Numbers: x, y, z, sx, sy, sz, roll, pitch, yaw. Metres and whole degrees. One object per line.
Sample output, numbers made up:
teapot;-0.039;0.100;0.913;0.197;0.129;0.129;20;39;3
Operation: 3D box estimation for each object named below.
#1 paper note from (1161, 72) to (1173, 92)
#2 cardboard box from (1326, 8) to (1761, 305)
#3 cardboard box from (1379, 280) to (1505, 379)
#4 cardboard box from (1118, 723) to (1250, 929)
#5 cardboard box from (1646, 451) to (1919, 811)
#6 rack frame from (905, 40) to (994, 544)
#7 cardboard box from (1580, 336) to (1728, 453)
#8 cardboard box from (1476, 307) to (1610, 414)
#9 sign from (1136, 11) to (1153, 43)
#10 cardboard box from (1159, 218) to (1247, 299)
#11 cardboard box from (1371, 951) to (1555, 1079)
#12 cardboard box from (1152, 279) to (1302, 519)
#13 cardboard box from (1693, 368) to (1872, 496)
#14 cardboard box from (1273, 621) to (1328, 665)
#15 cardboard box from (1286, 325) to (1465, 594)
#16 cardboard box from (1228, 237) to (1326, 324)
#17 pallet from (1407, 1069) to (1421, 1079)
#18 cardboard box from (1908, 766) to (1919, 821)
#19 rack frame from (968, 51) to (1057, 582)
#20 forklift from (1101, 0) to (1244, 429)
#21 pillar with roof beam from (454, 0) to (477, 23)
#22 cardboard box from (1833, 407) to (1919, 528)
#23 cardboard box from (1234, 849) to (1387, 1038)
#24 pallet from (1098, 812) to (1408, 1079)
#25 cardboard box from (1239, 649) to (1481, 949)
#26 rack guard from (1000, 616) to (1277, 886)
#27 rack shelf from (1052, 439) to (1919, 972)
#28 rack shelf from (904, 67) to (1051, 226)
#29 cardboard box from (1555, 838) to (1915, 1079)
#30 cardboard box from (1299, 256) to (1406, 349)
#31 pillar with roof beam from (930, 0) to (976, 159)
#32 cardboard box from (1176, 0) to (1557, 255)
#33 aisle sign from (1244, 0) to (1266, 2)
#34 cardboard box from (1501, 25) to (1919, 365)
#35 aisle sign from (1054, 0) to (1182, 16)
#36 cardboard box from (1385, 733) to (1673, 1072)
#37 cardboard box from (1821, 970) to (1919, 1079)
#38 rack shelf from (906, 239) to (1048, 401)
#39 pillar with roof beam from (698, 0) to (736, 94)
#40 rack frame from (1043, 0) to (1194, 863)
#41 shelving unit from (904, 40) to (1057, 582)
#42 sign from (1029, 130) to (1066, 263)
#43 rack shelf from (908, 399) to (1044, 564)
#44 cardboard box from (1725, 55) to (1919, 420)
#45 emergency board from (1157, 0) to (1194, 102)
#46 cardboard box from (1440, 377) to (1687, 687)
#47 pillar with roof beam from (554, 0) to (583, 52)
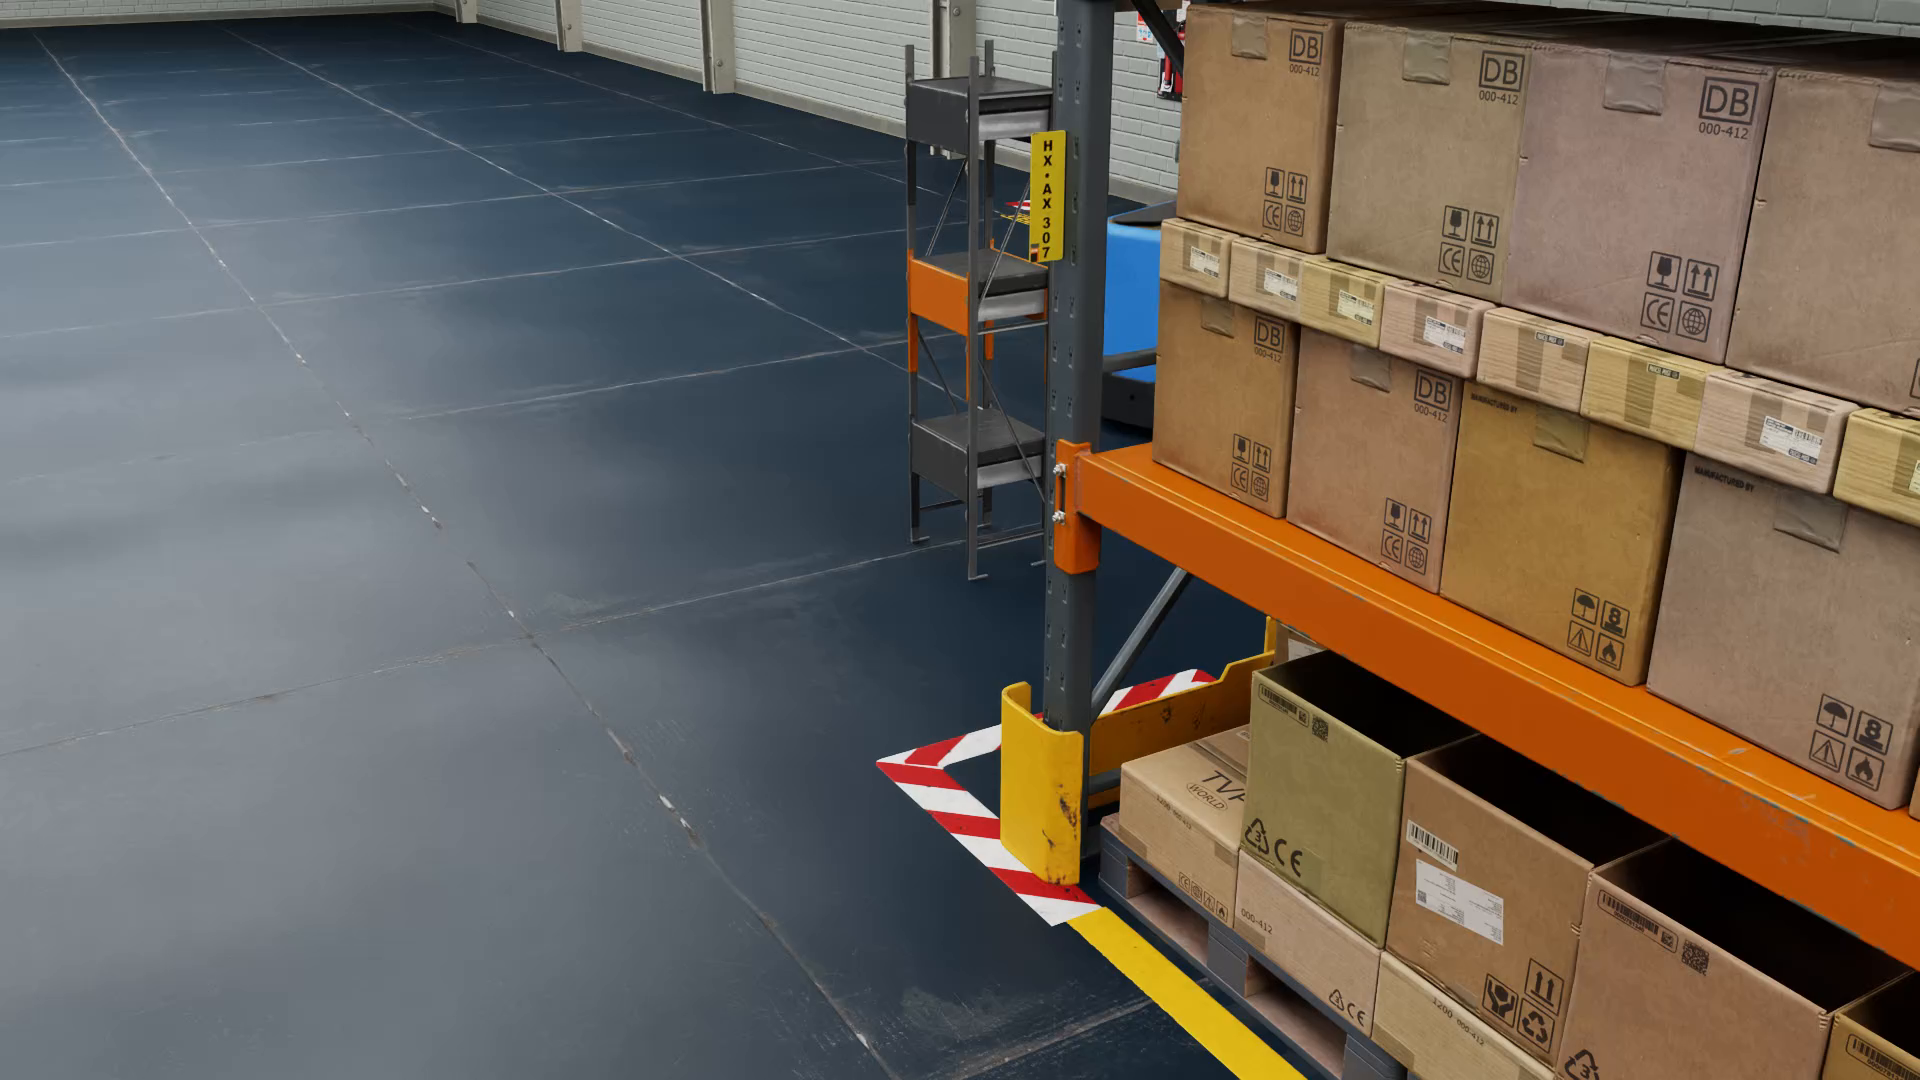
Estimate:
paper note;1.733;-3.840;13.944;0.016;0.148;0.142;-13;25;-28
cardboard box;1.229;-0.841;3.541;0.700;0.500;0.500;-13;26;-30
cardboard box;1.107;-0.464;3.475;0.380;0.149;0.250;-13;26;-29
cardboard box;0.783;0.762;4.547;0.500;0.250;0.500;-13;25;-28
cardboard box;1.721;0.074;3.012;0.700;0.500;0.500;-12;25;-27
rack frame;-0.040;-0.998;6.979;0.400;2.100;0.015;-13;25;-28
cardboard box;1.376;-0.296;3.061;0.380;0.149;0.250;-13;25;-29
cardboard box;1.245;-0.378;3.264;0.380;0.149;0.250;-14;26;-30
sign;1.571;-4.392;14.087;0.001;0.329;0.234;-13;25;-28
cardboard box;0.716;-0.712;4.085;0.380;0.149;0.250;-13;25;-29
cardboard box;1.297;1.085;3.752;0.500;0.250;0.500;-13;25;-28
cardboard box;0.928;-0.426;4.244;0.700;0.500;0.500;-13;25;-28
cardboard box;1.501;-0.214;2.861;0.380;0.149;0.250;-12;25;-28
cardboard box;1.231;0.315;4.652;0.500;0.500;0.500;-13;25;-28
cardboard box;1.201;-0.257;3.828;0.700;0.500;0.500;-12;25;-27
cardboard box;0.853;-0.627;3.876;0.380;0.149;0.250;-13;26;-30
pallet;1.747;1.392;3.606;1.003;0.211;1.213;-13;25;-28
cardboard box;1.984;0.240;2.605;0.700;0.500;0.500;-12;25;-27
rack frame;0.209;-0.840;6.590;0.400;2.100;0.015;-13;25;-28
forklift;1.968;-2.291;9.054;1.130;2.935;3.031;17;28;36
pillar with roof beam;-12.967;-13.090;27.565;9.100;9.000;0.400;-13;25;-28
cardboard box;1.635;-0.129;2.651;0.380;0.149;0.250;-12;25;-27
cardboard box;1.042;0.923;4.151;0.500;0.250;0.500;-13;25;-28
pallet;1.127;0.998;4.577;1.003;0.211;1.213;-13;25;-28
cardboard box;1.041;0.576;4.009;0.500;0.500;0.500;-13;25;-28
rack guard;0.689;0.617;5.131;1.175;0.500;0.348;-13;25;-28
rack shelf;1.722;0.447;3.183;1.077;0.370;4.000;-13;25;-28
rack shelf;0.085;-1.555;6.526;0.431;0.518;0.480;-13;25;-28
cardboard box;1.547;0.901;3.210;0.500;0.500;0.500;-13;25;-28
cardboard box;0.980;-0.546;3.677;0.380;0.149;0.250;-12;25;-28
pillar with roof beam;-3.772;-7.263;13.230;9.100;9.000;0.400;-13;25;-28
cardboard box;0.955;-1.010;3.958;0.700;0.500;0.500;-13;25;-28
aisle sign;0.920;-1.816;4.343;0.394;0.787;0.004;-13;25;-28
cardboard box;1.487;-0.678;3.140;0.700;0.500;0.500;-12;25;-28
aisle sign;0.404;-1.700;4.059;0.394;0.787;0.004;-13;25;-28
cardboard box;1.307;0.735;3.616;0.500;0.500;0.500;-13;25;-28
cardboard box;1.815;1.060;2.819;0.500;0.500;0.500;-13;25;-28
rack shelf;0.085;-0.906;6.789;0.431;0.518;0.480;-13;25;-28
pillar with roof beam;-6.837;-9.205;18.008;9.100;9.000;0.400;-13;25;-28
rack frame;0.701;-0.534;4.641;1.000;3.000;0.127;-13;25;-28
shelving unit;0.085;-0.919;6.784;0.431;2.100;0.503;-13;25;-28
sign;0.221;-0.867;4.205;0.100;0.325;0.005;-13;25;-28
rack shelf;0.085;-0.258;7.053;0.431;0.518;0.480;-13;25;-28
cardboard box;1.743;-0.516;2.741;0.700;0.500;0.500;-13;25;-28
emergency board;1.764;-4.177;13.604;0.194;1.169;0.643;-13;25;-28
cardboard box;1.449;-0.095;3.430;0.700;0.500;0.500;-12;25;-28
pillar with roof beam;-9.902;-11.148;22.787;9.100;9.000;0.400;-13;25;-28
